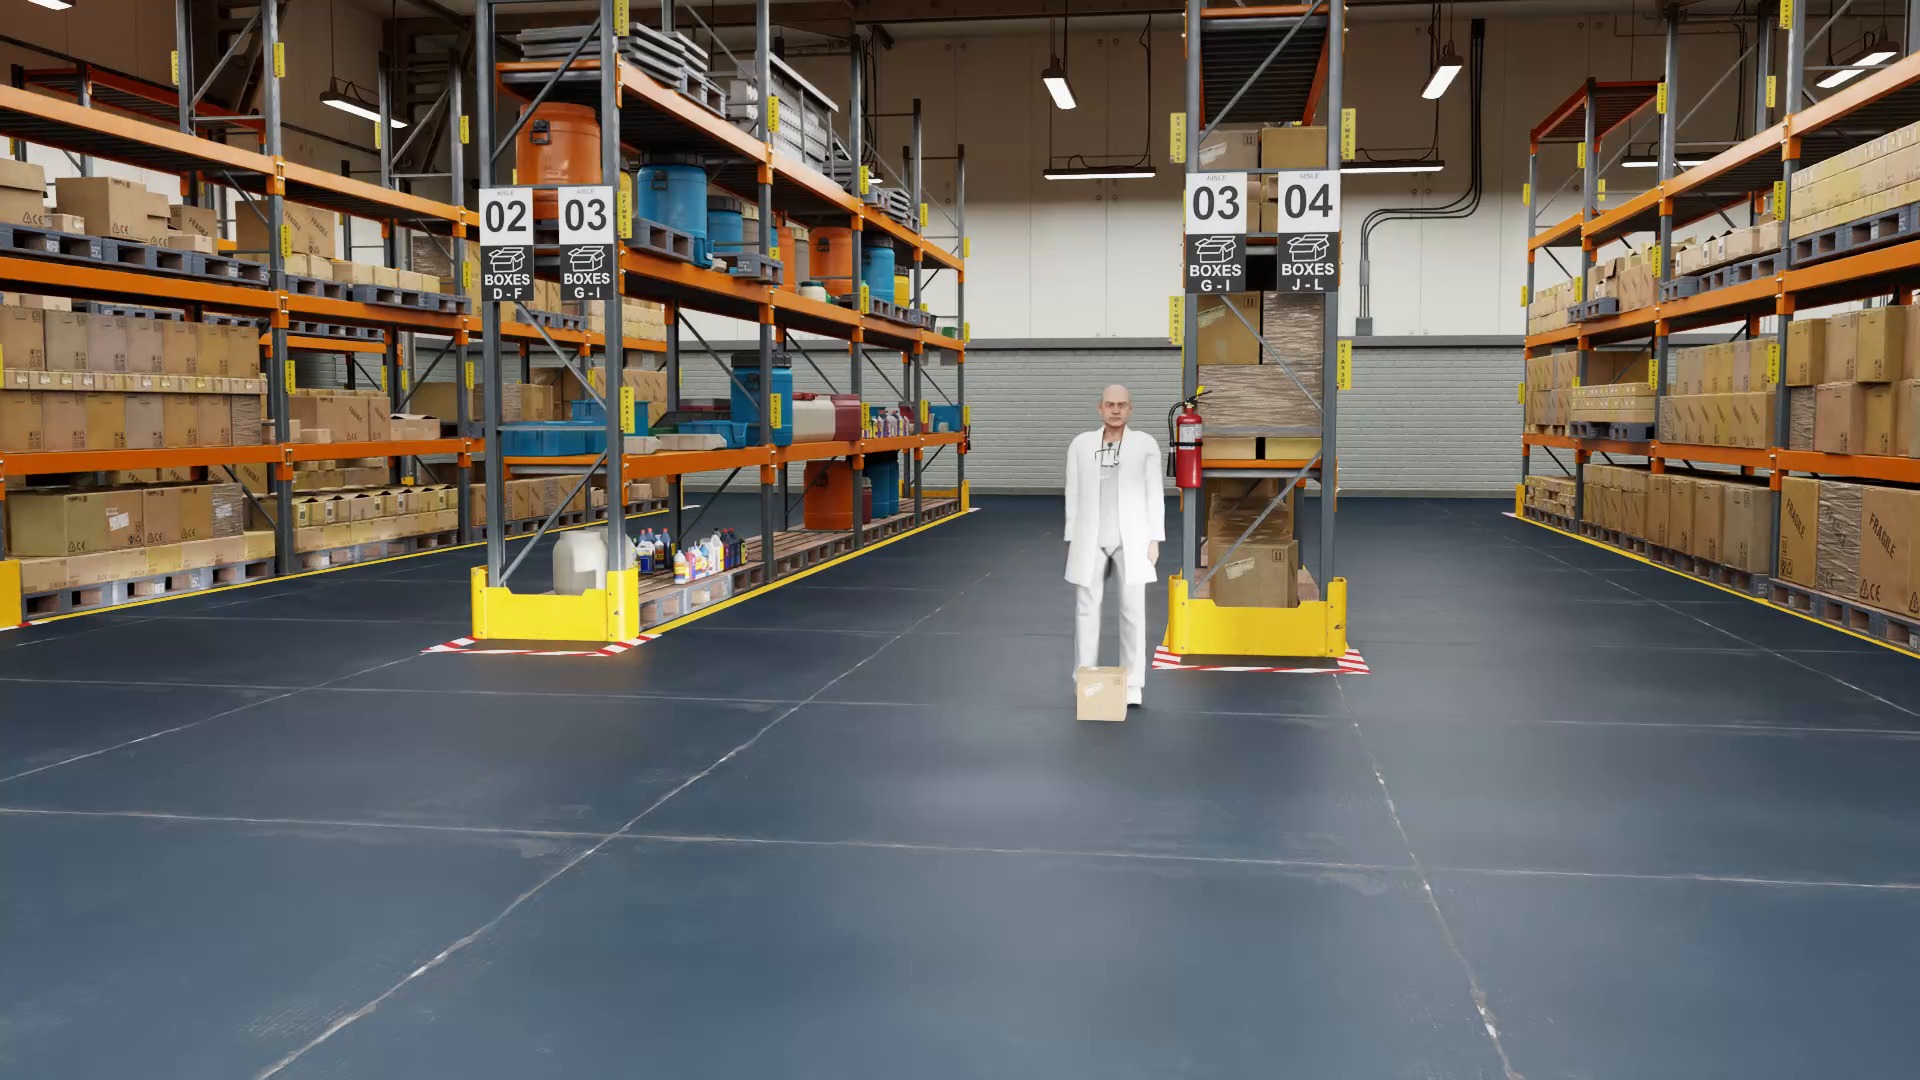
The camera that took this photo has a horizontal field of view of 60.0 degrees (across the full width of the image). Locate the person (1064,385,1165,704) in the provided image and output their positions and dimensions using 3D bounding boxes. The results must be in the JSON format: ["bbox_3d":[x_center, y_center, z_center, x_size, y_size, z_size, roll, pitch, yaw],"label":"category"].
[{"bbox_3d":[0.863,0.037,9.320,0.566,1.810,0.442,1,4,10],"label":"person"}]
